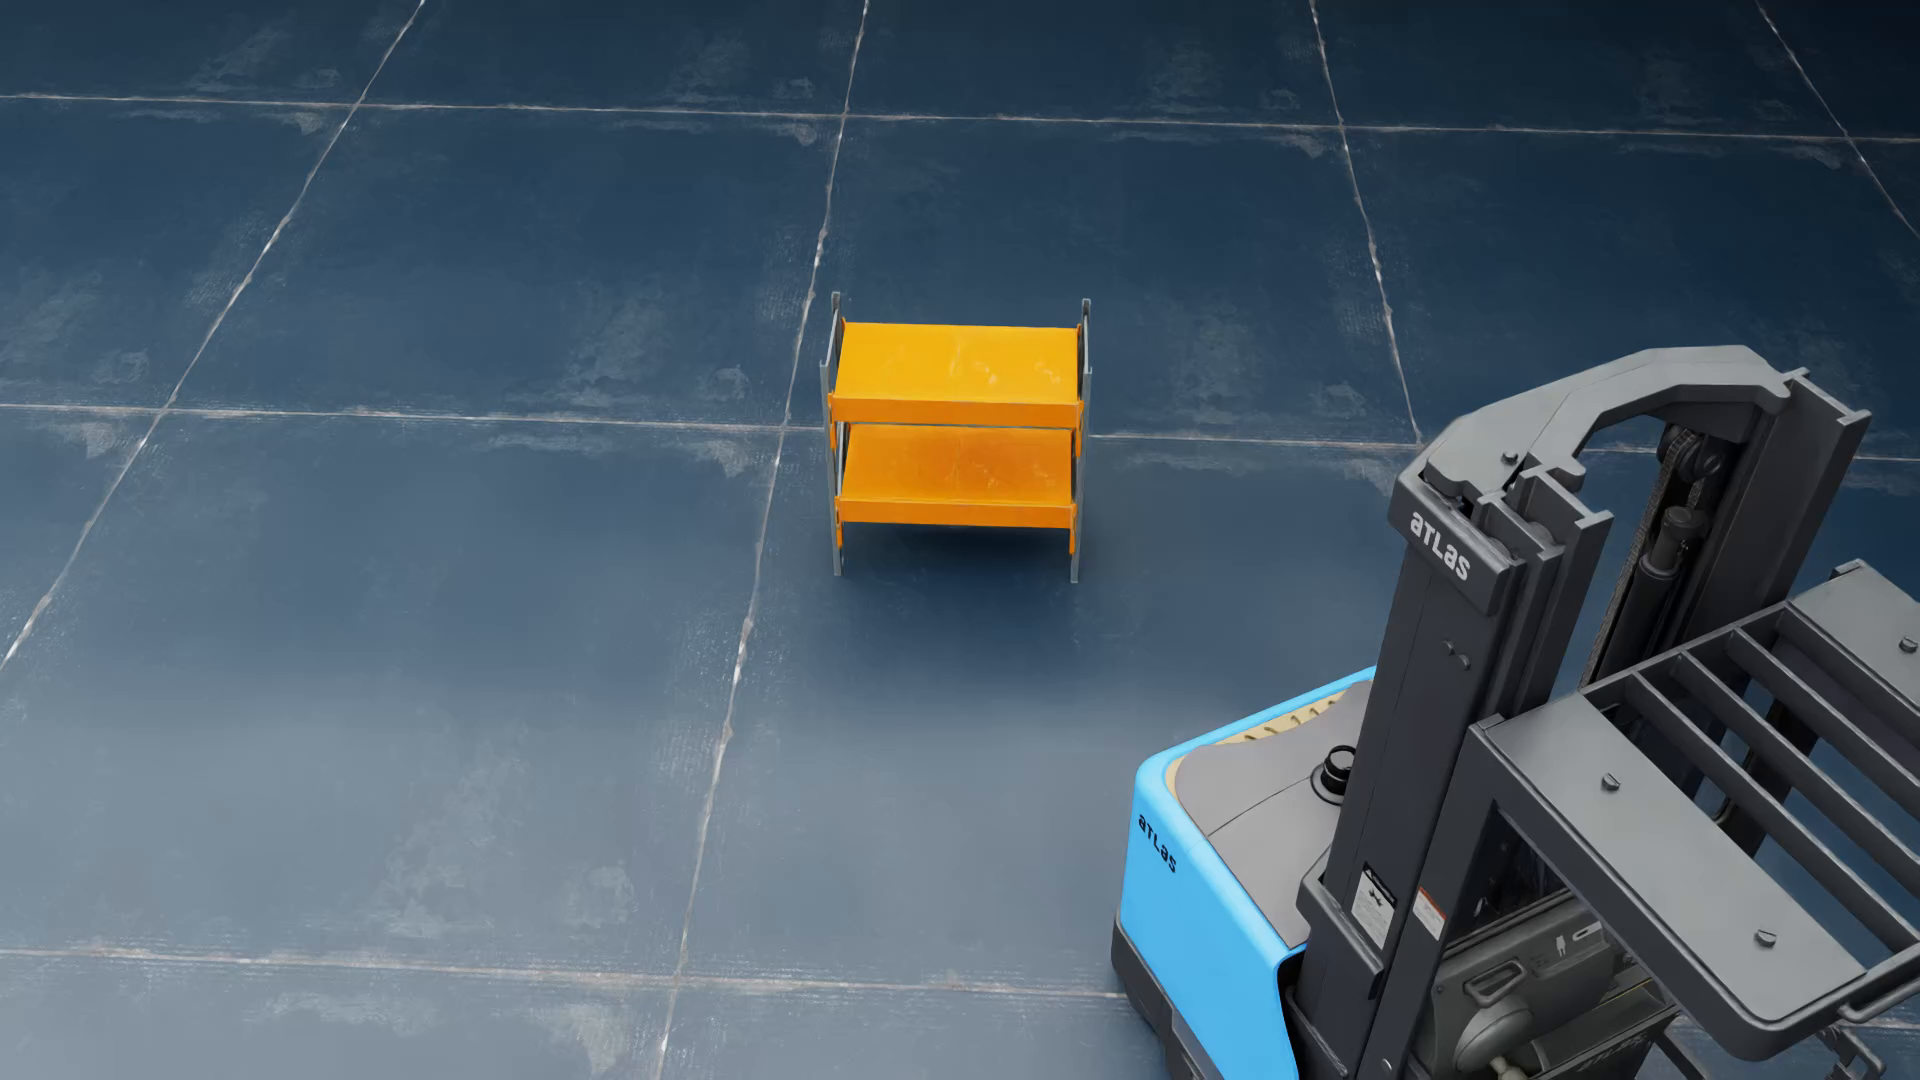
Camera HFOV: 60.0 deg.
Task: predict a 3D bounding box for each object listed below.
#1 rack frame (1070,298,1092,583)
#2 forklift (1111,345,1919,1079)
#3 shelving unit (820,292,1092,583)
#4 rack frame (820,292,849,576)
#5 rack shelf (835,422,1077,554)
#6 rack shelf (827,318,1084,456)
[{"bbox_3d":[0.501,-0.396,6.935,0.032,1.125,0.500,2,43,2],"label":"rack frame"},{"bbox_3d":[1.627,1.140,3.962,1.130,2.935,3.031,-19,46,-19],"label":"forklift"},{"bbox_3d":[-0.007,-0.412,6.952,1.048,1.125,0.538,2,43,2],"label":"shelving unit"},{"bbox_3d":[-0.515,-0.427,6.969,0.032,1.125,0.500,2,43,2],"label":"rack frame"},{"bbox_3d":[-0.007,-0.233,7.119,1.000,0.278,0.538,2,43,2],"label":"rack shelf"},{"bbox_3d":[-0.007,-0.626,6.753,1.000,0.278,0.538,2,43,2],"label":"rack shelf"}]
